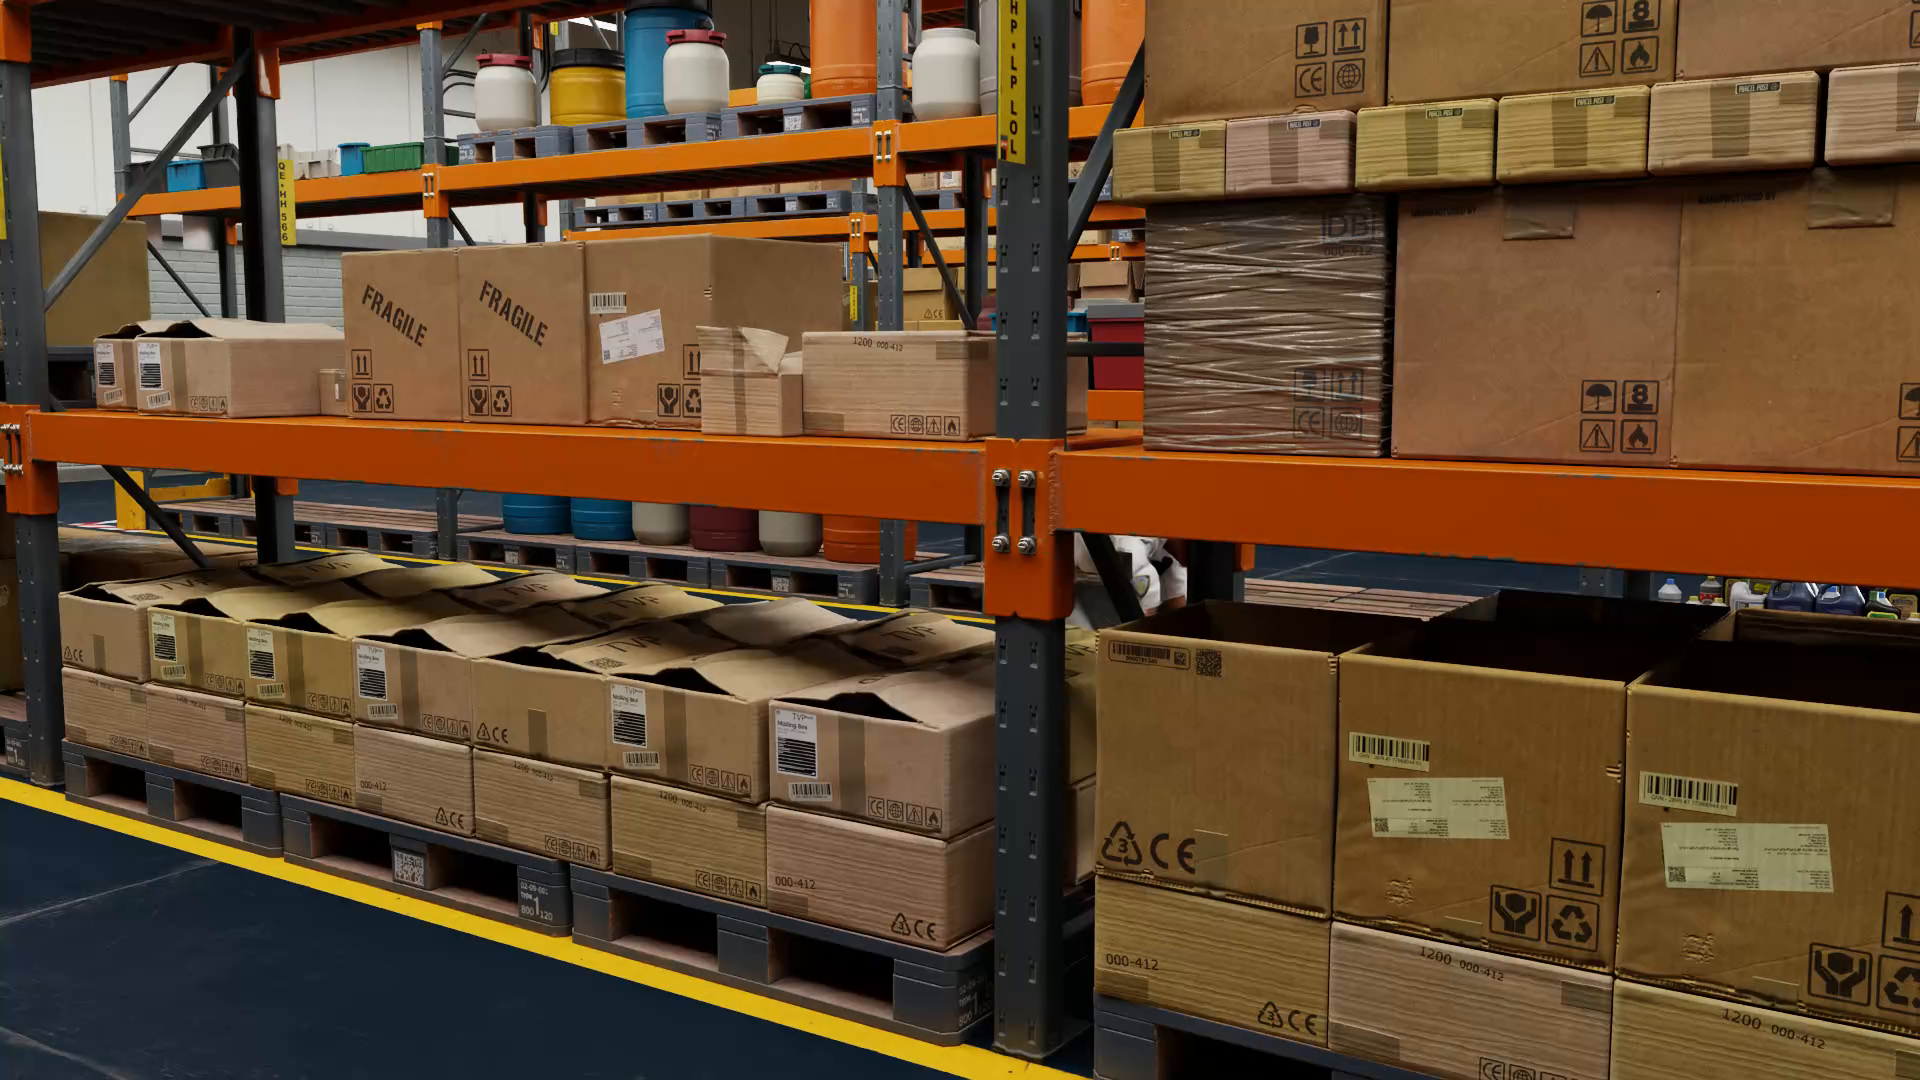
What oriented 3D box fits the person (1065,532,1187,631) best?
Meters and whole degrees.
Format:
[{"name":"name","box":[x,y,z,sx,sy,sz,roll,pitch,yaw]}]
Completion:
[{"name":"person","box":[0.550,0.328,6.079,0.937,1.000,0.503,4,7,31]}]
